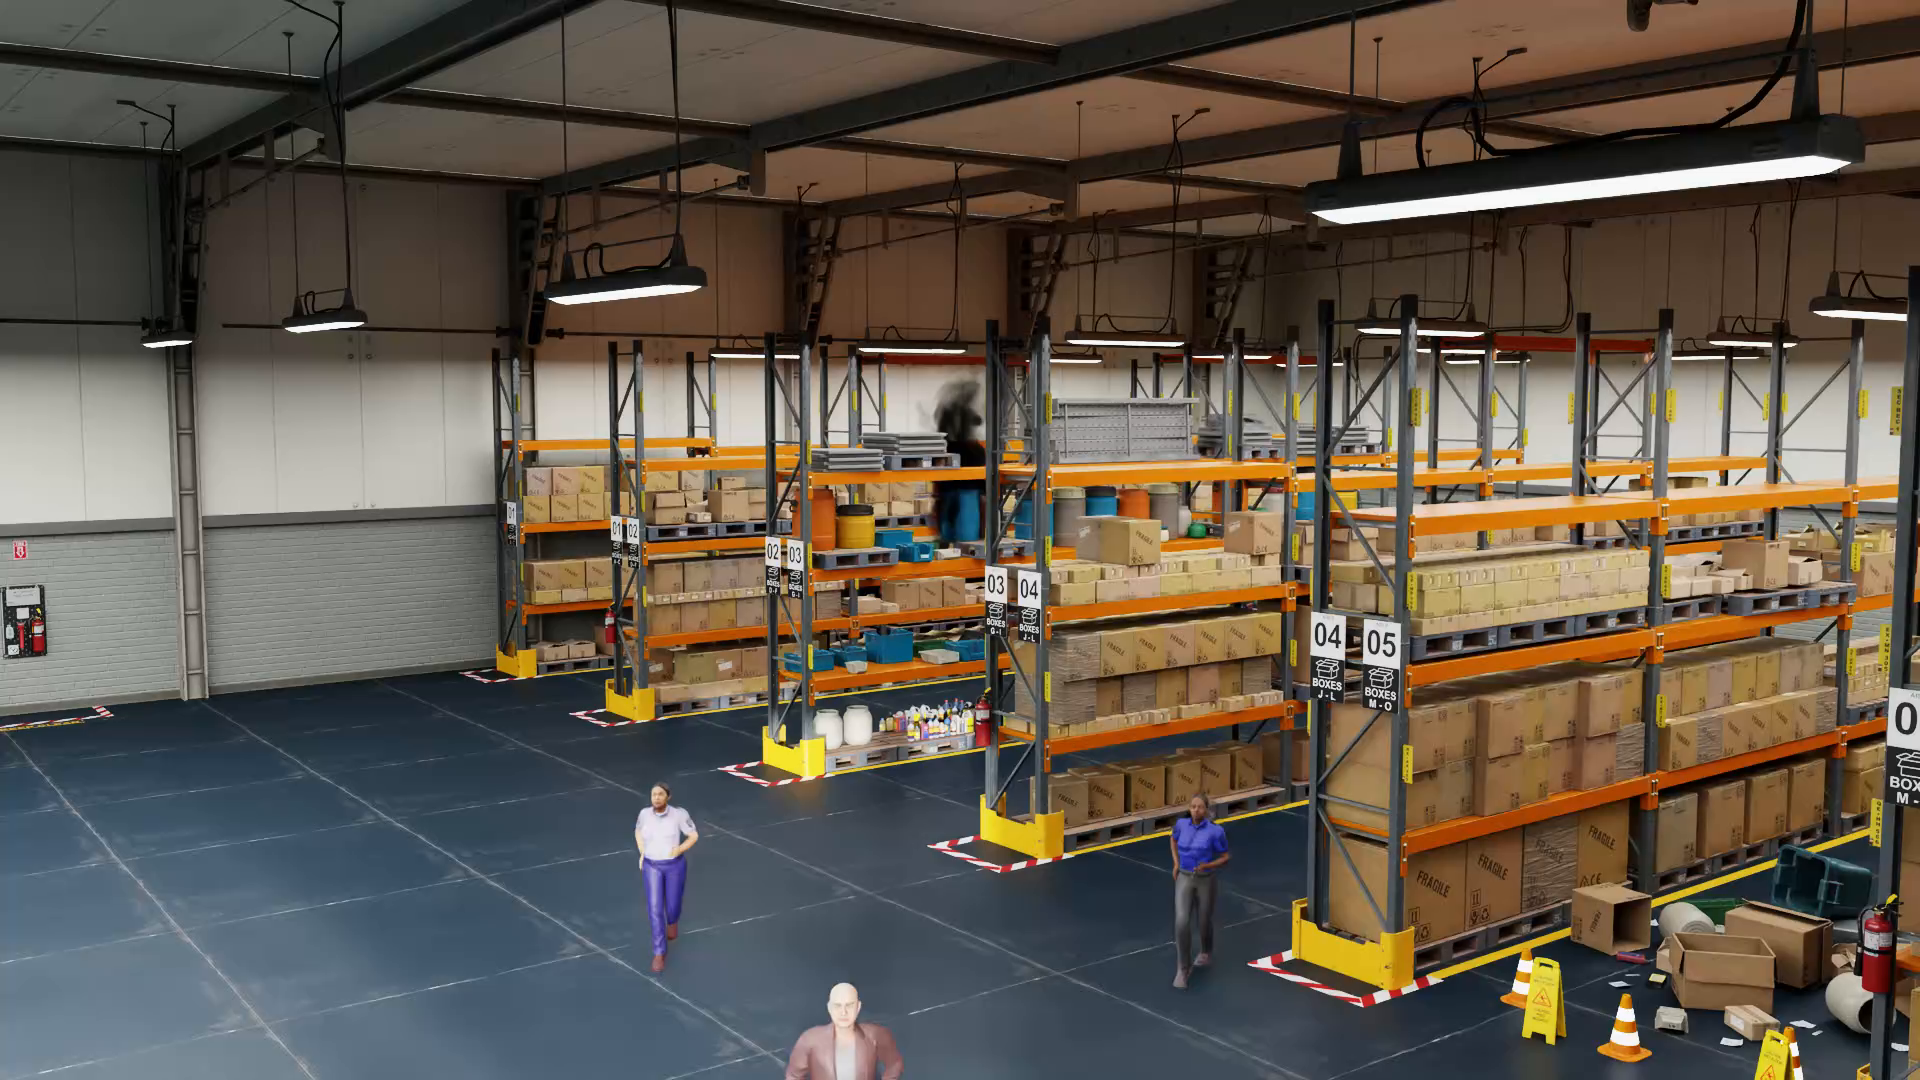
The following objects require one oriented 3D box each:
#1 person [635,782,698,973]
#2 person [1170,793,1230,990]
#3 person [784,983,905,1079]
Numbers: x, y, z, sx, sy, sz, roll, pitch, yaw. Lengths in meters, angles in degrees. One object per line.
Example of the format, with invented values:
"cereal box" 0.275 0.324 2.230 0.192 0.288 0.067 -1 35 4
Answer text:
"person" -2.691 3.023 15.225 0.598 1.657 0.831 0 5 -2
"person" 2.104 3.105 14.700 0.570 1.609 0.720 2 5 19
"person" -0.668 3.444 9.705 0.708 1.748 0.875 0 5 -5
